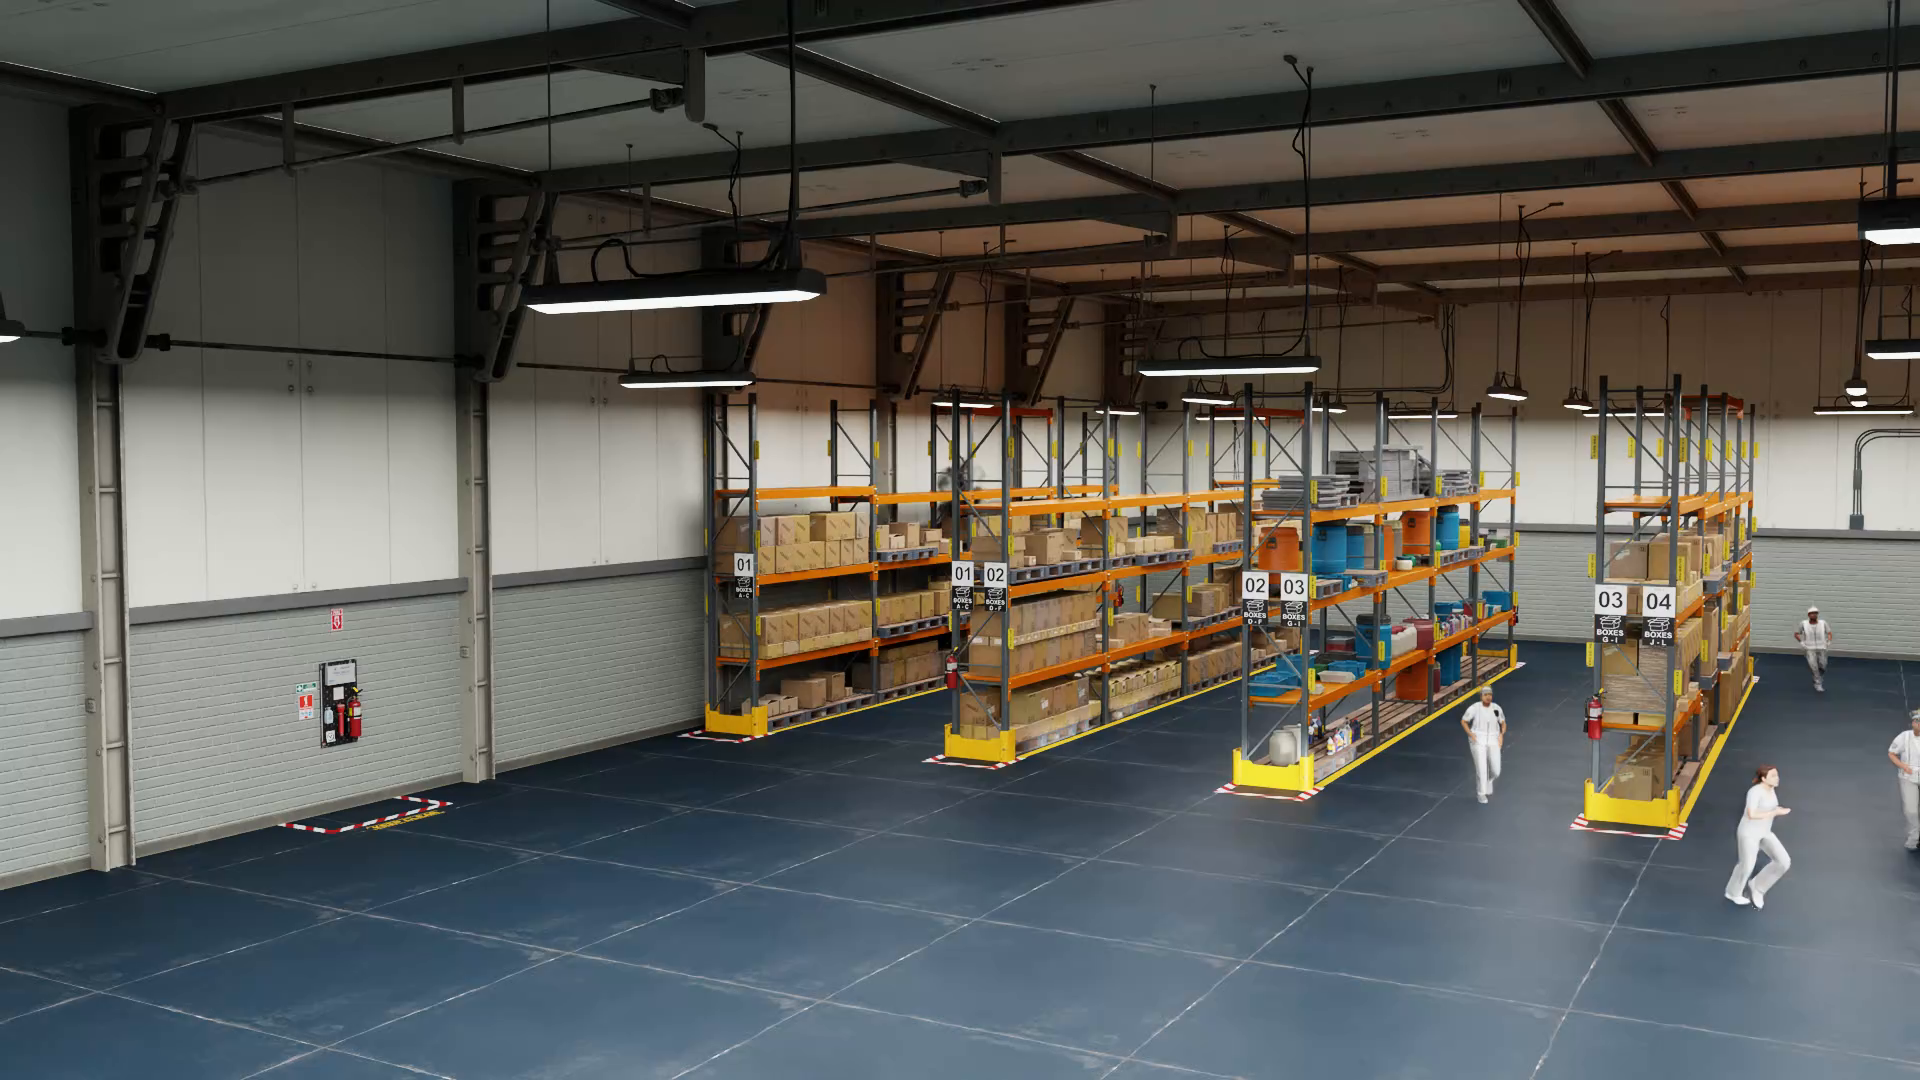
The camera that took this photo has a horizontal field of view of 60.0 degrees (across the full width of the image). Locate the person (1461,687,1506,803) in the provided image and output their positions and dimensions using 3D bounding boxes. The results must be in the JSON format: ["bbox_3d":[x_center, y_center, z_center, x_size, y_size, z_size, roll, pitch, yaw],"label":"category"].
[{"bbox_3d":[7.490,2.905,23.793,0.629,1.638,0.547,0,3,5],"label":"person"}]

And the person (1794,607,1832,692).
[{"bbox_3d":[17.774,2.264,34.643,0.703,1.738,0.738,1,3,17],"label":"person"}]

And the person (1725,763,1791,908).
[{"bbox_3d":[8.638,3.195,18.008,0.537,1.604,0.794,-1,3,-25],"label":"person"}]

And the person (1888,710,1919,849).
[{"bbox_3d":[12.060,3.002,20.913,0.686,1.750,0.606,1,3,23],"label":"person"}]
